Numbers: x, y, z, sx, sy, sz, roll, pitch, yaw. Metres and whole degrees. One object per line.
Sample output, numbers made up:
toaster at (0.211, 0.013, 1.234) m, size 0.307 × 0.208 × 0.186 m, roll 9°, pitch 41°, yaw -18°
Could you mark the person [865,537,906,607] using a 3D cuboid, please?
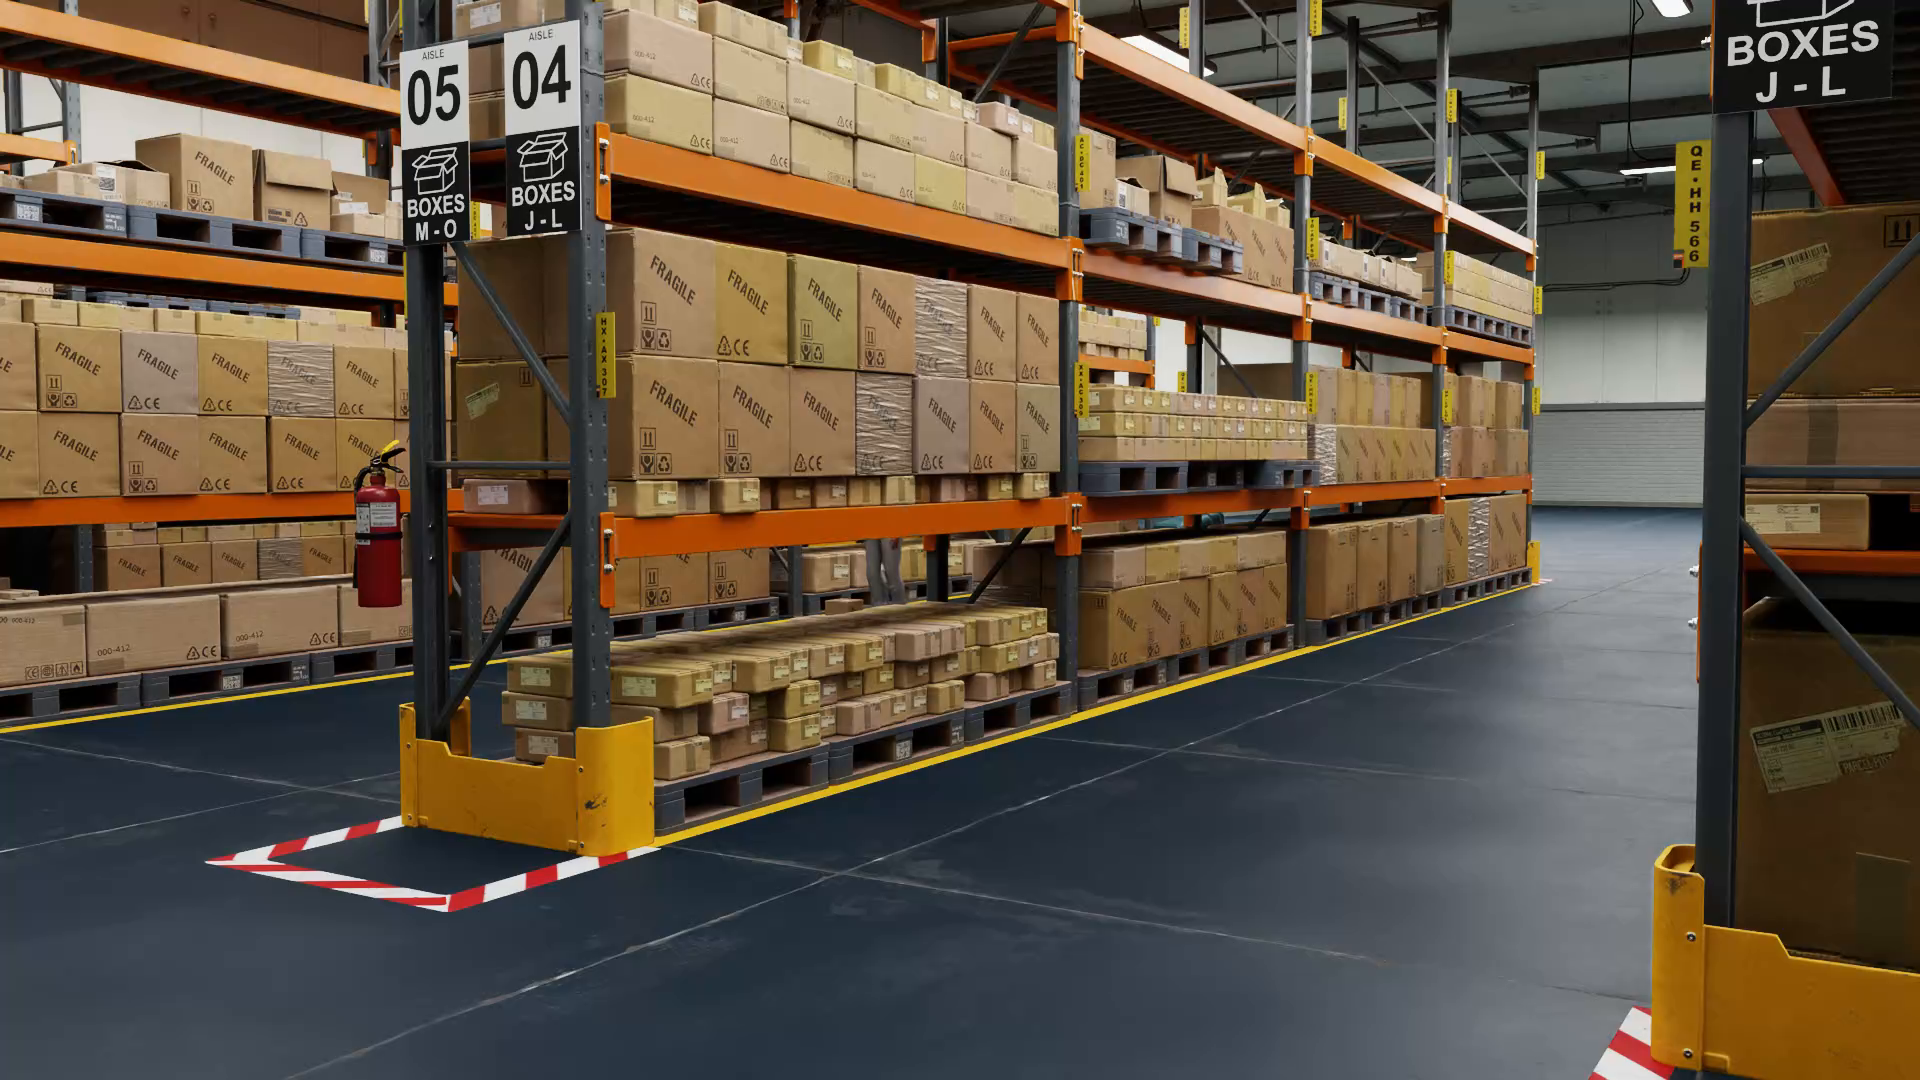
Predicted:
person at (-0.691, -0.056, 15.237) m, size 0.436 × 1.687 × 0.341 m, roll 3°, pitch 4°, yaw 44°
